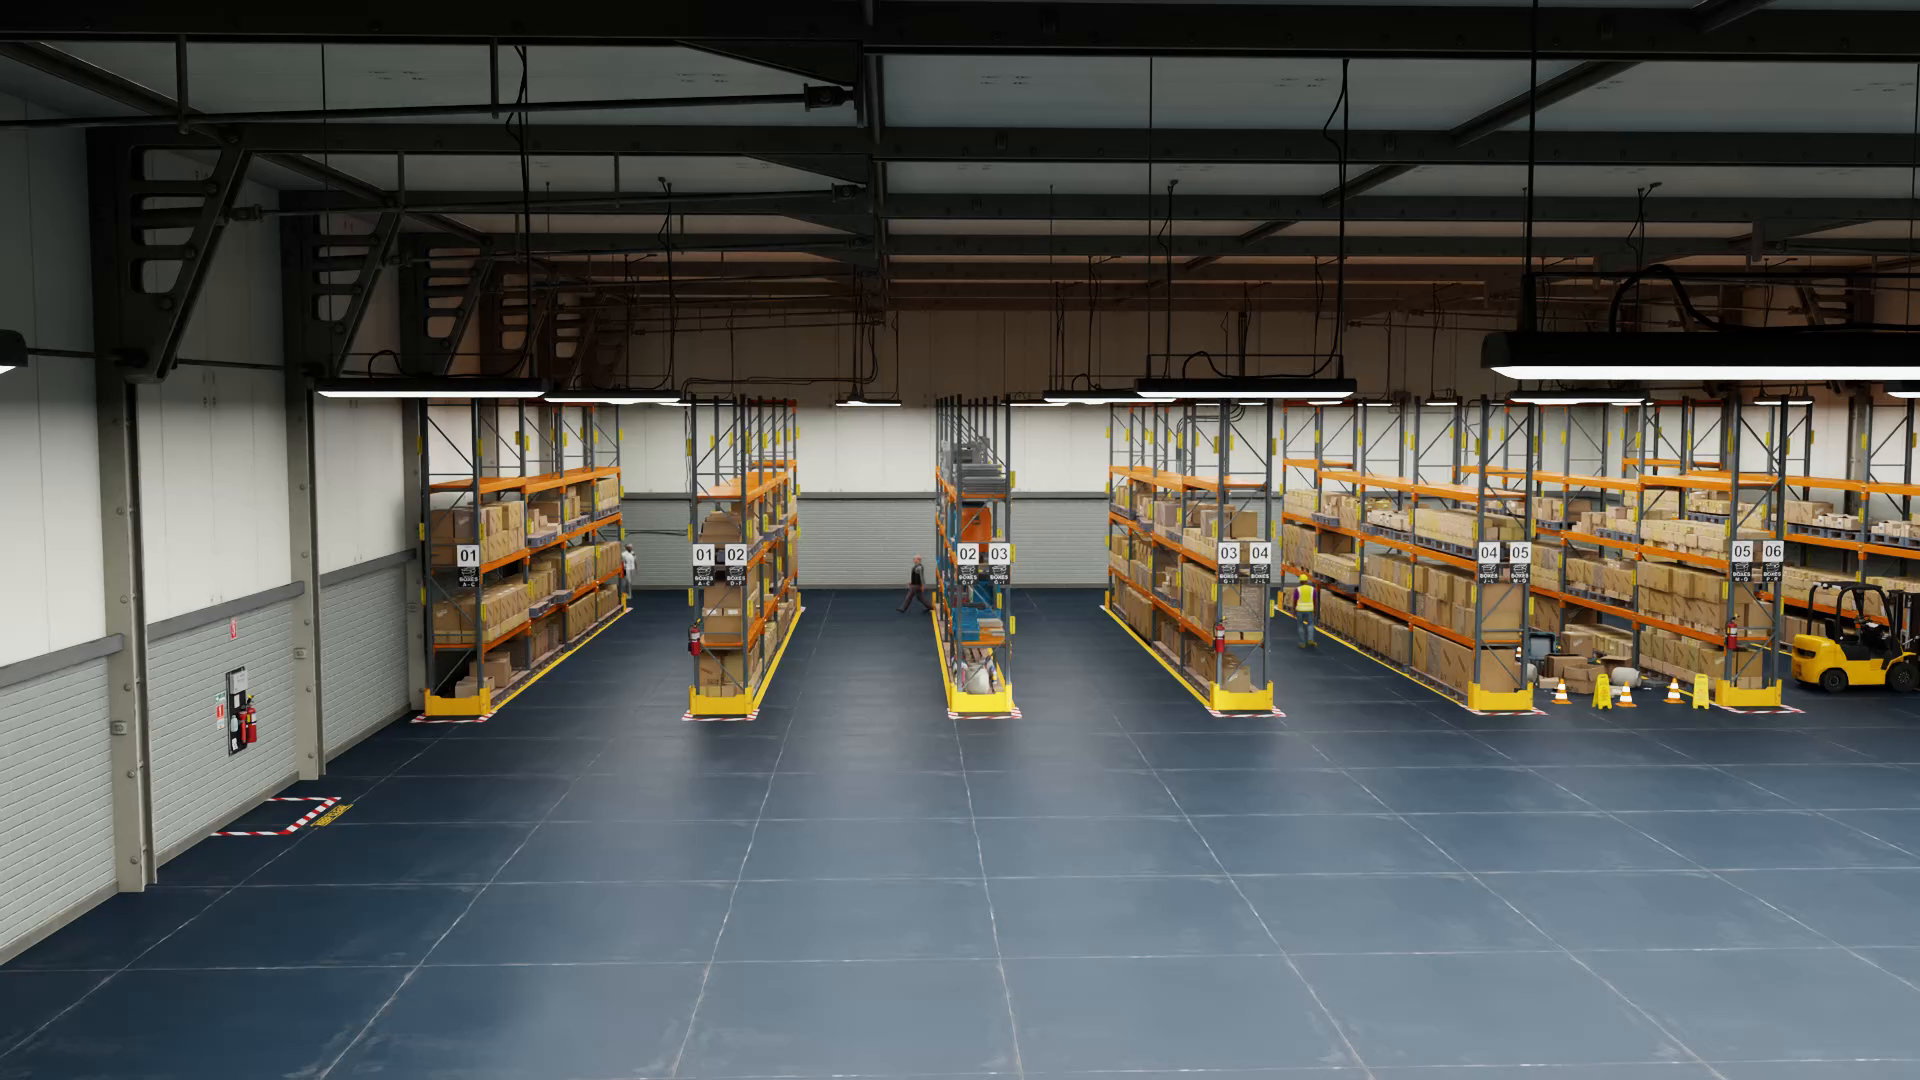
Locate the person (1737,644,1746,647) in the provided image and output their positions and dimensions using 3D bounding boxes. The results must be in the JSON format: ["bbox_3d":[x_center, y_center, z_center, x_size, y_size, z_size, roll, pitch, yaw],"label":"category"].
[{"bbox_3d":[16.878,2.013,36.120,0.502,1.778,0.789,0,5,-5],"label":"person"}]

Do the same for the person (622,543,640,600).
[{"bbox_3d":[-9.986,0.945,50.387,0.798,1.714,0.504,4,6,42],"label":"person"}]

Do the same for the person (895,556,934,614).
[{"bbox_3d":[-1.281,1.258,46.506,1.112,1.639,0.515,-1,5,-7],"label":"person"}]

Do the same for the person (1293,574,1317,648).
[{"bbox_3d":[8.282,1.705,39.954,0.592,1.768,0.534,-1,5,-8],"label":"person"}]
